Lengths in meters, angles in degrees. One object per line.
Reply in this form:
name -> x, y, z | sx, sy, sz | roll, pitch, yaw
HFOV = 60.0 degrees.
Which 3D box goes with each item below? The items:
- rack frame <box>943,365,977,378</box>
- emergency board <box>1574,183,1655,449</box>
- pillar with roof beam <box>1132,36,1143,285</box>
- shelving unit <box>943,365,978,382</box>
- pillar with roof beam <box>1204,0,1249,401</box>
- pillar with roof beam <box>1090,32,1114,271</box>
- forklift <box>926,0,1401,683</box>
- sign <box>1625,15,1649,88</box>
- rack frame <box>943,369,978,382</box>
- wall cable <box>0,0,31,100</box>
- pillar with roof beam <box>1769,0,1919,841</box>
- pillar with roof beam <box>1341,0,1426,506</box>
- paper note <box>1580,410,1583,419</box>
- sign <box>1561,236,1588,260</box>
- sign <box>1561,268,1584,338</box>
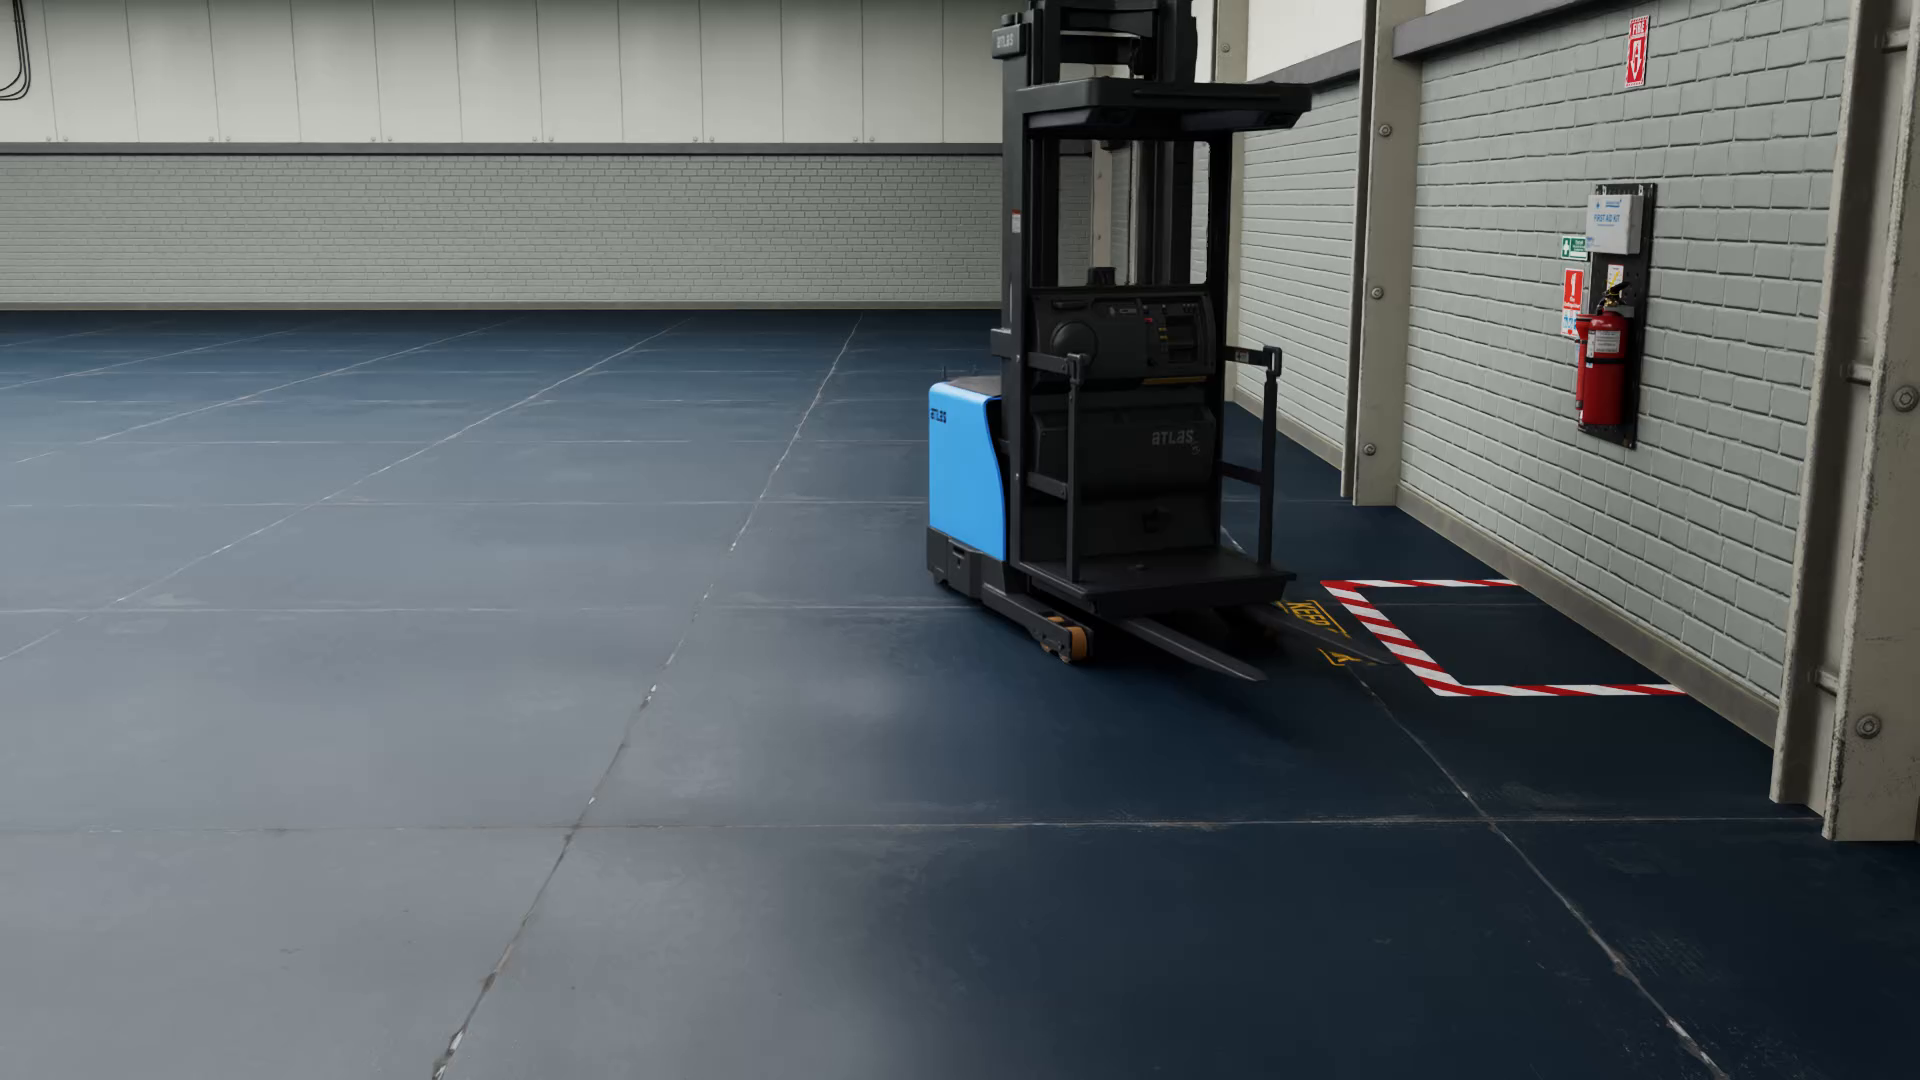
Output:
rack frame -> -0.001, -0.528, 10.022 | 0.200, 1.050, 0.008 | 0, 11, -1
emergency board -> 2.919, -1.040, 7.639 | 0.194, 1.169, 0.643 | 0, 11, -1
pillar with roof beam -> -1.744, -7.049, 22.170 | 9.100, 9.000, 0.400 | 0, 11, -1
shelving unit -> 0.001, -0.504, 9.902 | 0.215, 1.050, 0.252 | 0, 11, -1
pillar with roof beam -> -1.620, -5.856, 16.291 | 9.100, 9.000, 0.400 | 0, 11, -1
pillar with roof beam -> -1.868, -8.241, 28.049 | 9.100, 9.000, 0.400 | 0, 11, -1
forklift -> 0.852, -0.986, 7.545 | 1.130, 2.935, 3.031 | -5, 12, -22
sign -> 3.019, -2.178, 7.418 | 0.001, 0.298, 0.199 | 0, 11, -1
rack frame -> 0.004, -0.480, 9.783 | 0.200, 1.050, 0.008 | 0, 11, -1
wall cable -> -18.304, -10.423, 30.250 | 2.305, 6.003, 0.169 | 0, 11, -1
pillar with roof beam -> -1.372, -3.471, 4.533 | 9.100, 9.000, 0.400 | 0, 11, -1
pillar with roof beam -> -1.496, -4.663, 10.412 | 9.100, 9.000, 0.400 | 0, 11, -1
paper note -> 2.985, -0.643, 7.901 | 0.016, 0.148, 0.142 | 0, 11, -1
sign -> 3.002, -1.426, 8.122 | 0.001, 0.109, 0.331 | 0, 11, -1
sign -> 3.011, -1.167, 8.179 | 0.001, 0.329, 0.234 | 0, 11, -1
